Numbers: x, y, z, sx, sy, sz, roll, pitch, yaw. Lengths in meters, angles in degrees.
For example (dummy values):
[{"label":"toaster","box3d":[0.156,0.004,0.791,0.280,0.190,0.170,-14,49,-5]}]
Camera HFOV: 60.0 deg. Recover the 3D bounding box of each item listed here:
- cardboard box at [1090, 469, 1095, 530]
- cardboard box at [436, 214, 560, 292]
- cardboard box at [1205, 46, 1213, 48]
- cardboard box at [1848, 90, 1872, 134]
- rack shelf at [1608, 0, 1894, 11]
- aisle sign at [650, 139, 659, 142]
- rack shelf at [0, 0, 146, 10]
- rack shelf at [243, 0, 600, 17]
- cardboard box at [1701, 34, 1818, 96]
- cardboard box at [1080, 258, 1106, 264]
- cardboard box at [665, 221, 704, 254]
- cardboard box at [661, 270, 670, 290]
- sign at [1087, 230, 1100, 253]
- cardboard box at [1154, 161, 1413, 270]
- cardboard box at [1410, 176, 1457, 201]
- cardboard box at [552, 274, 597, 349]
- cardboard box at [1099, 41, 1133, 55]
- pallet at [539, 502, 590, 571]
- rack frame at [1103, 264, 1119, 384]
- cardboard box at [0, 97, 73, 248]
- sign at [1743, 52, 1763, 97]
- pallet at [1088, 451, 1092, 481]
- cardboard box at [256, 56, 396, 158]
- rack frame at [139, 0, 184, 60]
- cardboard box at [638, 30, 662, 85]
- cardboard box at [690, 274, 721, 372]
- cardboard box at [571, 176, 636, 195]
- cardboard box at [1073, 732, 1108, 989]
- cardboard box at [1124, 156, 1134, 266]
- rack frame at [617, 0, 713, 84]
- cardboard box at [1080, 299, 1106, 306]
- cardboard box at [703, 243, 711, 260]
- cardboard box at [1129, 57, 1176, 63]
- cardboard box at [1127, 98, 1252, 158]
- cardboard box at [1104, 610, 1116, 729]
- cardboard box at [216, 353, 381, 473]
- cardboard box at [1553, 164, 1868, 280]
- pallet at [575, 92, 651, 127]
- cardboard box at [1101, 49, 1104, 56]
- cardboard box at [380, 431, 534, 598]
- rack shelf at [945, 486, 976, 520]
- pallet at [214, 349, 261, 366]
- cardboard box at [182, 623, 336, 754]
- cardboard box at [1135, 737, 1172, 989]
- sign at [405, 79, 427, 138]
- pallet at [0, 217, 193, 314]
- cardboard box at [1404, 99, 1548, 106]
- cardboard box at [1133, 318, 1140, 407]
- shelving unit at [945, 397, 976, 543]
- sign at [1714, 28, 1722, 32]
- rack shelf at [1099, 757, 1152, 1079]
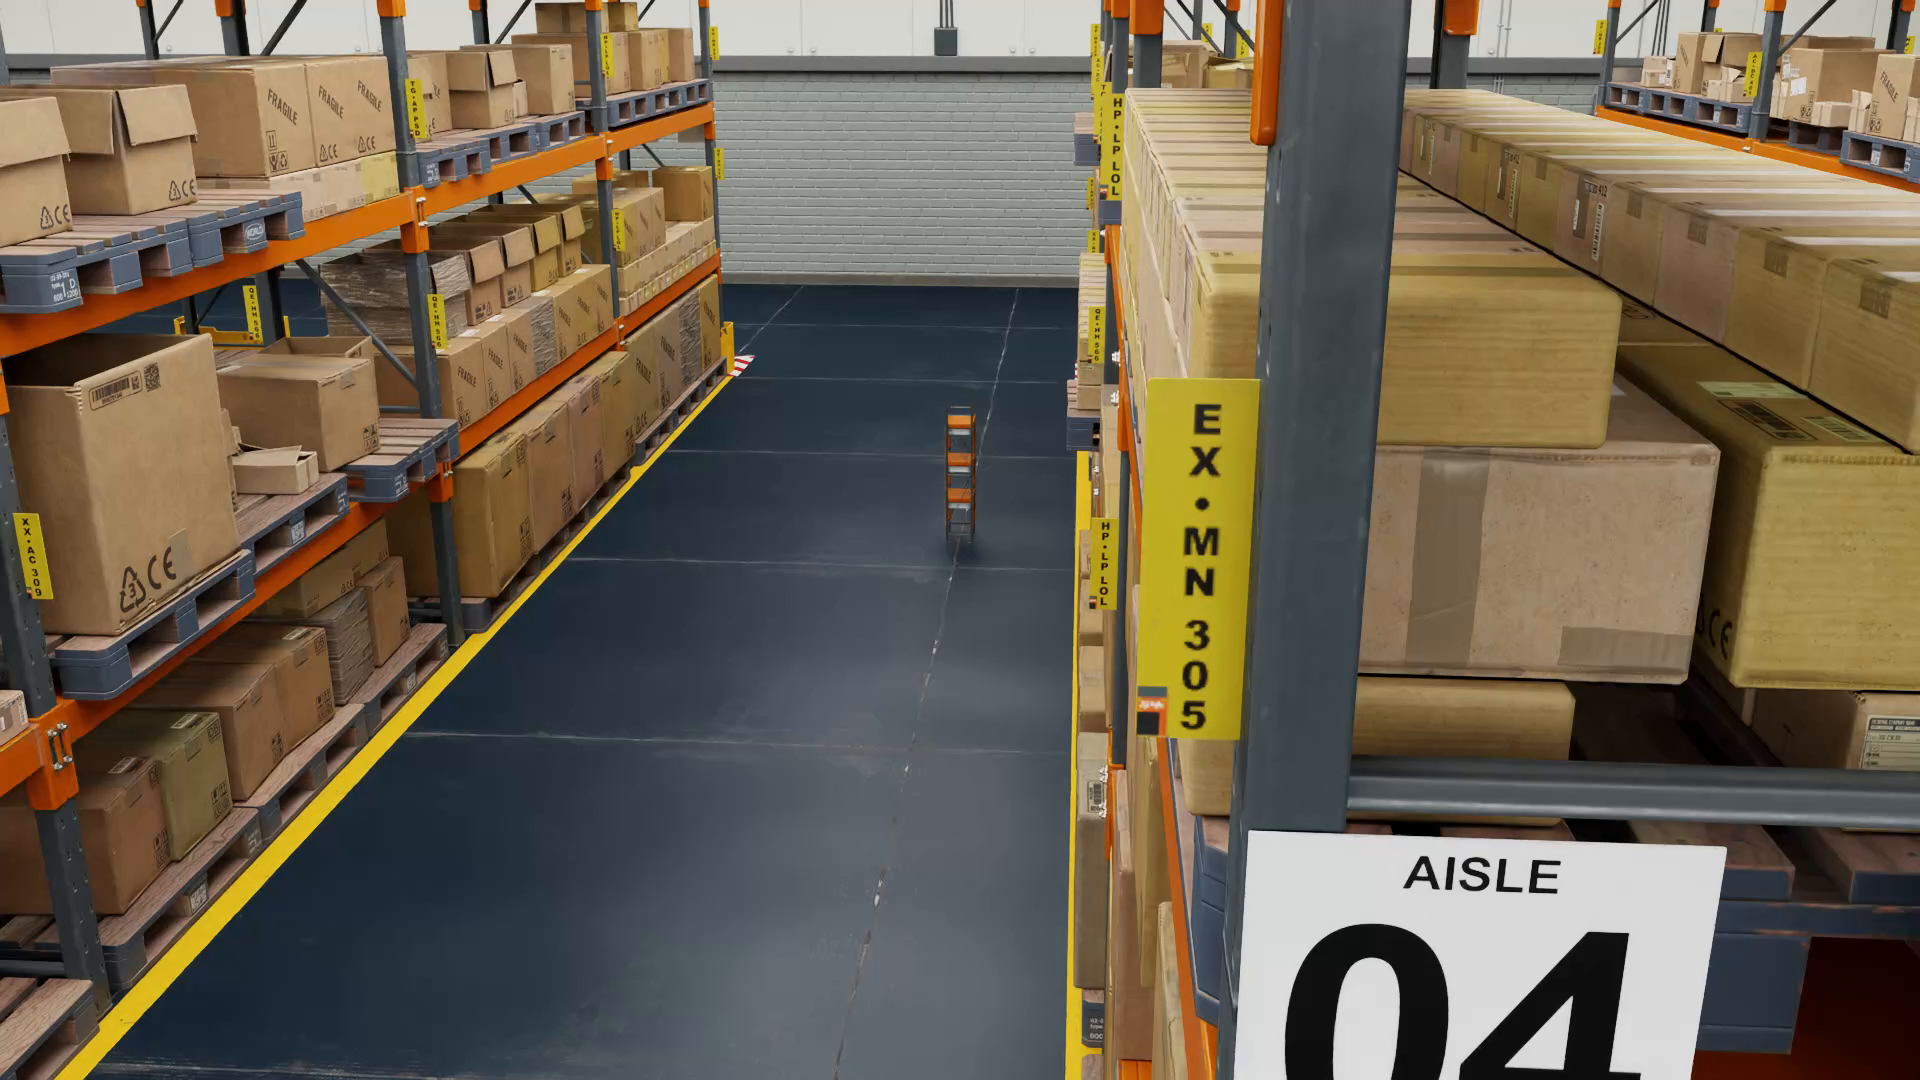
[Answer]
[{"label":"cardboard box","box3d":[1.168,-0.186,11.514,0.500,0.500,0.500,0,18,1]},{"label":"cardboard box","box3d":[-3.432,-2.136,12.352,0.797,0.503,0.637,1,18,5]},{"label":"cardboard box","box3d":[2.011,-4.154,14.264,0.380,0.149,0.250,2,18,7]},{"label":"cardboard box","box3d":[6.070,-2.803,10.885,0.396,0.266,0.258,3,18,8]},{"label":"rack shelf","box3d":[6.694,-4.742,14.240,1.077,0.370,4.000,1,18,4]},{"label":"aisle sign","box3d":[-3.341,-4.530,17.255,0.394,0.787,0.004,1,18,4]},{"label":"rack shelf","box3d":[-8.131,-5.074,15.253,1.077,0.370,4.000,1,18,4]},{"label":"rack shelf","box3d":[-3.477,-3.721,11.124,1.077,0.370,4.000,1,18,4]},{"label":"cardboard box","box3d":[6.615,-3.943,13.821,0.797,0.503,0.637,3,18,8]},{"label":"cardboard box","box3d":[1.105,-2.045,12.620,0.380,0.149,0.250,2,18,5]},{"label":"cardboard box","box3d":[-2.854,-3.021,16.590,0.500,0.250,0.500,1,18,3]},{"label":"cardboard box","box3d":[-2.888,-2.391,15.305,0.380,0.149,0.250,1,18,5]},{"label":"sign","box3d":[1.064,-2.302,13.241,0.100,0.325,0.005,1,18,4]},{"label":"cardboard box","box3d":[0.505,-0.513,2.643,0.380,0.149,0.250,1,18,4]},{"label":"cardboard box","box3d":[1.179,-0.668,3.755,0.500,0.250,0.500,1,18,3]},{"label":"cardboard box","box3d":[-3.137,-1.766,12.833,0.500,0.500,0.500,2,18,6]},{"label":"cardboard box","box3d":[1.514,-4.647,15.769,0.380,0.149,0.250,1,18,4]},{"label":"pallet","box3d":[-3.399,-0.077,12.318,1.003,0.211,1.213,1,18,4]},{"label":"rack frame","box3d":[1.319,-0.639,9.554,1.000,3.000,0.127,1,18,4]},{"label":"cardboard box","box3d":[-3.775,-1.356,6.087,0.797,0.503,0.637,0,18,1]},{"label":"sign","box3d":[5.997,-3.522,12.581,0.100,0.325,0.005,1,18,4]},{"label":"pallet","box3d":[1.619,-0.765,14.419,1.003,0.211,1.213,1,18,4]},{"label":"cardboard box","box3d":[-3.405,-2.337,8.958,0.500,0.500,0.500,2,18,5]},{"label":"rack frame","box3d":[-7.987,-6.227,16.974,1.000,3.000,0.127,1,18,4]},{"label":"cardboard box","box3d":[-3.180,-4.489,15.492,0.700,0.500,0.500,0,18,0]},{"label":"cardboard box","box3d":[-3.013,-2.255,17.224,0.875,0.875,0.875,1,18,4]},{"label":"cardboard box","box3d":[-3.418,-3.232,16.029,0.500,0.500,0.500,1,18,2]},{"label":"cardboard box","box3d":[0.987,1.279,6.642,1.050,0.750,0.750,1,18,4]},{"label":"cardboard box","box3d":[0.684,-0.836,4.269,0.500,0.250,0.500,1,18,3]},{"label":"rack frame","box3d":[-3.047,-6.116,16.637,1.000,3.000,0.127,1,18,4]},{"label":"cardboard box","box3d":[0.975,-1.481,10.899,0.380,0.149,0.250,1,18,4]},{"label":"cardboard box","box3d":[-2.761,-2.947,17.004,0.380,0.149,0.250,1,18,4]},{"label":"cardboard box","box3d":[1.111,-2.766,9.841,0.396,0.266,0.258,1,18,4]},{"label":"cardboard box","box3d":[0.632,-1.065,4.326,0.380,0.149,0.250,1,18,3]},{"label":"cardboard box","box3d":[0.803,0.388,6.260,0.500,0.500,0.500,1,18,4]},{"label":"cardboard box","box3d":[-3.560,-0.683,8.857,0.700,0.500,0.500,4,19,12]},{"label":"cardboard box","box3d":[1.161,-0.498,2.597,0.380,0.149,0.250,1,18,3]},{"label":"pallet","box3d":[-3.265,-3.660,14.101,1.003,0.211,1.213,1,18,4]},{"label":"cardboard box","box3d":[1.340,-3.924,13.563,0.380,0.149,0.250,1,18,4]},{"label":"cardboard box","box3d":[-3.550,-0.184,10.906,1.225,0.875,0.875,0,18,1]},{"label":"rack shelf","box3d":[0.004,-0.241,12.400,0.215,0.259,0.240,1,18,4]},{"label":"pallet","box3d":[-8.085,-1.795,17.563,1.003,0.211,1.213,1,18,4]},{"label":"cardboard box","box3d":[-3.709,0.755,8.608,0.700,0.500,0.500,3,18,9]},{"label":"cardboard box","box3d":[0.842,0.636,3.690,0.875,0.550,0.500,1,18,4]},{"label":"sign","box3d":[-3.080,-2.439,9.402,0.100,0.325,0.005,1,18,4]},{"label":"pallet","box3d":[-3.757,-1.064,6.337,1.213,0.211,1.003,1,18,4]},{"label":"cardboard box","box3d":[1.288,-1.051,4.284,0.380,0.149,0.250,1,18,4]},{"label":"cardboard box","box3d":[0.558,-0.371,3.491,0.380,0.149,0.250,2,18,5]},{"label":"shelving unit","box3d":[0.004,-0.516,12.310,0.215,1.050,0.252,1,18,4]},{"label":"sign","box3d":[7.378,-4.836,16.253,0.100,0.325,0.005,1,18,4]},{"label":"rack shelf","box3d":[0.889,1.567,3.979,1.077,0.370,4.000,1,18,4]}]
